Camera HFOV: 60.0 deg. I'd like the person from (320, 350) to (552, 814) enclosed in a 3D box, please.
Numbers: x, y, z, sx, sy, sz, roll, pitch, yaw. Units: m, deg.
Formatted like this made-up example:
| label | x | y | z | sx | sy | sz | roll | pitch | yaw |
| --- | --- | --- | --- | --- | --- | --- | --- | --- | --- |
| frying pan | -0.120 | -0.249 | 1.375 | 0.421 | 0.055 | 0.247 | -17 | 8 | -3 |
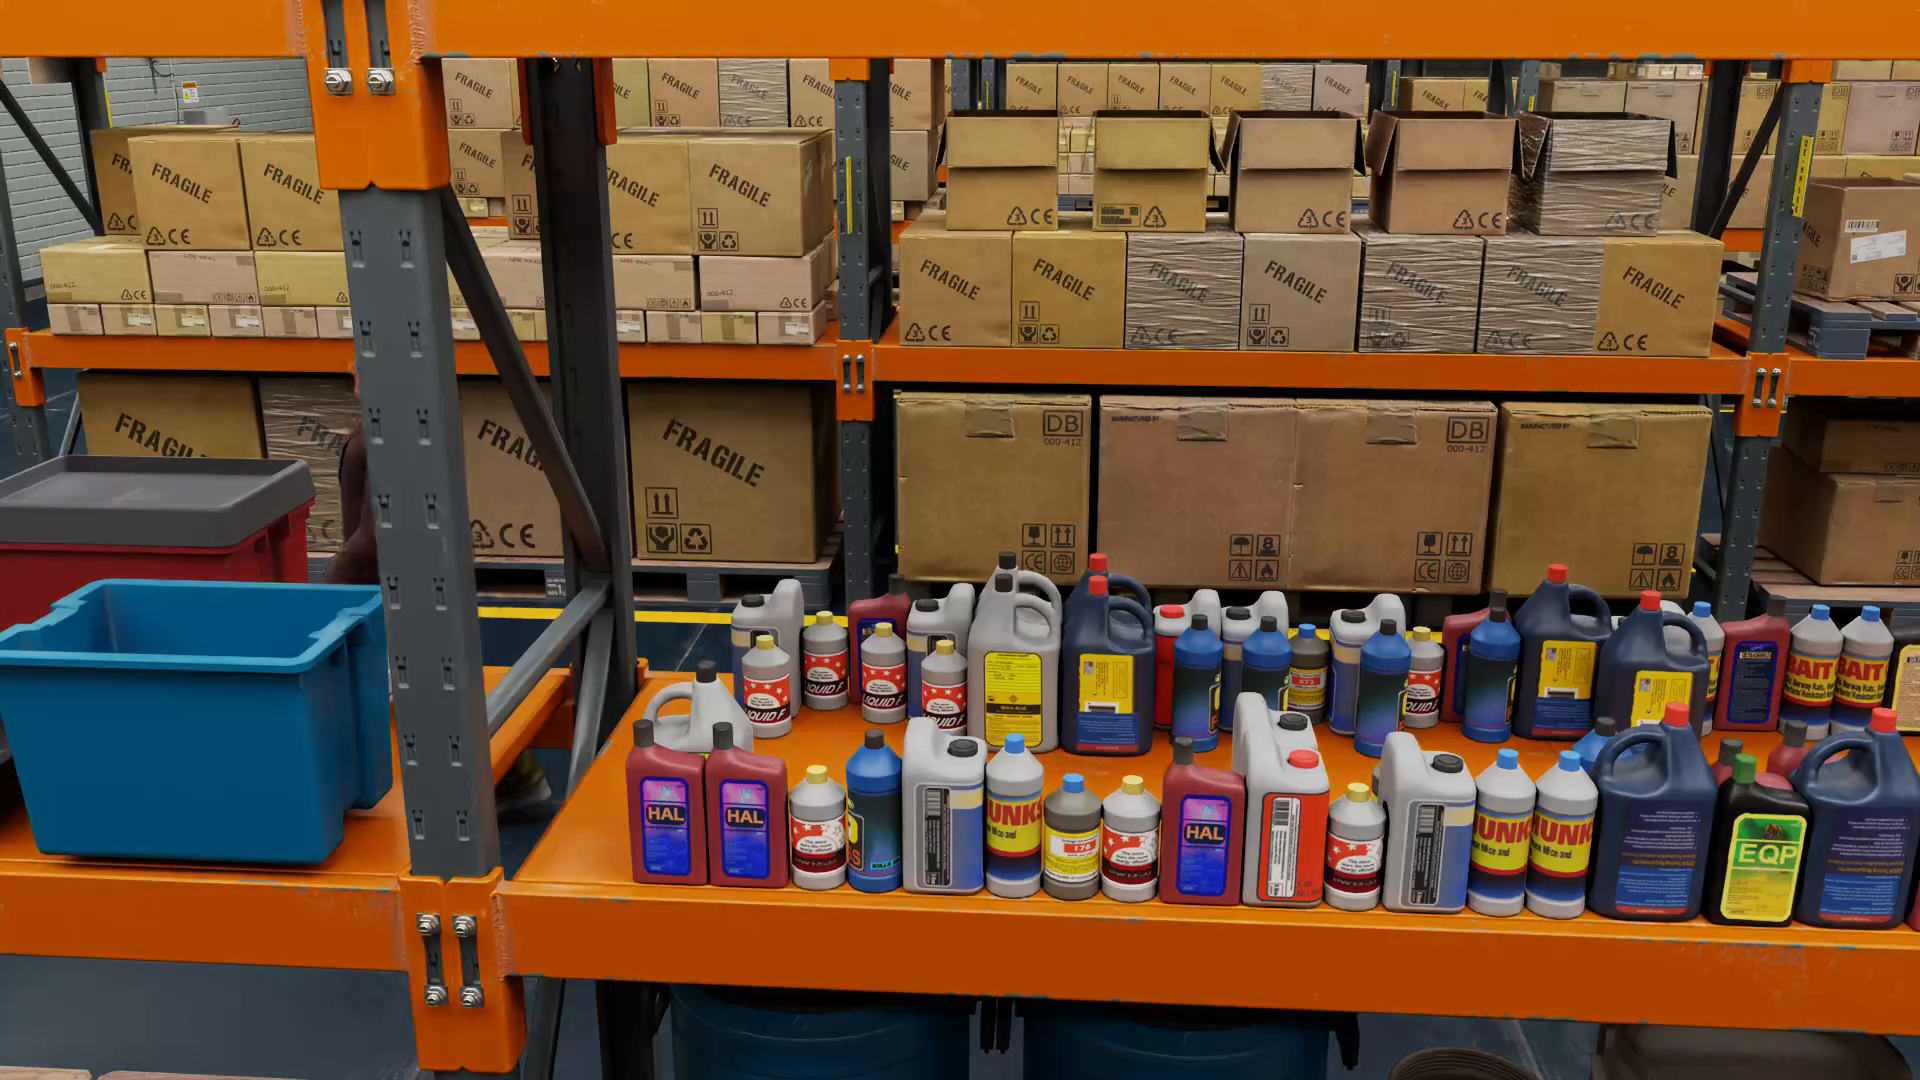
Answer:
| label | x | y | z | sx | sy | sz | roll | pitch | yaw |
| --- | --- | --- | --- | --- | --- | --- | --- | --- | --- |
| person | -1.987 | 0.146 | 5.569 | 1.092 | 1.722 | 0.594 | -4 | 18 | -13 |
